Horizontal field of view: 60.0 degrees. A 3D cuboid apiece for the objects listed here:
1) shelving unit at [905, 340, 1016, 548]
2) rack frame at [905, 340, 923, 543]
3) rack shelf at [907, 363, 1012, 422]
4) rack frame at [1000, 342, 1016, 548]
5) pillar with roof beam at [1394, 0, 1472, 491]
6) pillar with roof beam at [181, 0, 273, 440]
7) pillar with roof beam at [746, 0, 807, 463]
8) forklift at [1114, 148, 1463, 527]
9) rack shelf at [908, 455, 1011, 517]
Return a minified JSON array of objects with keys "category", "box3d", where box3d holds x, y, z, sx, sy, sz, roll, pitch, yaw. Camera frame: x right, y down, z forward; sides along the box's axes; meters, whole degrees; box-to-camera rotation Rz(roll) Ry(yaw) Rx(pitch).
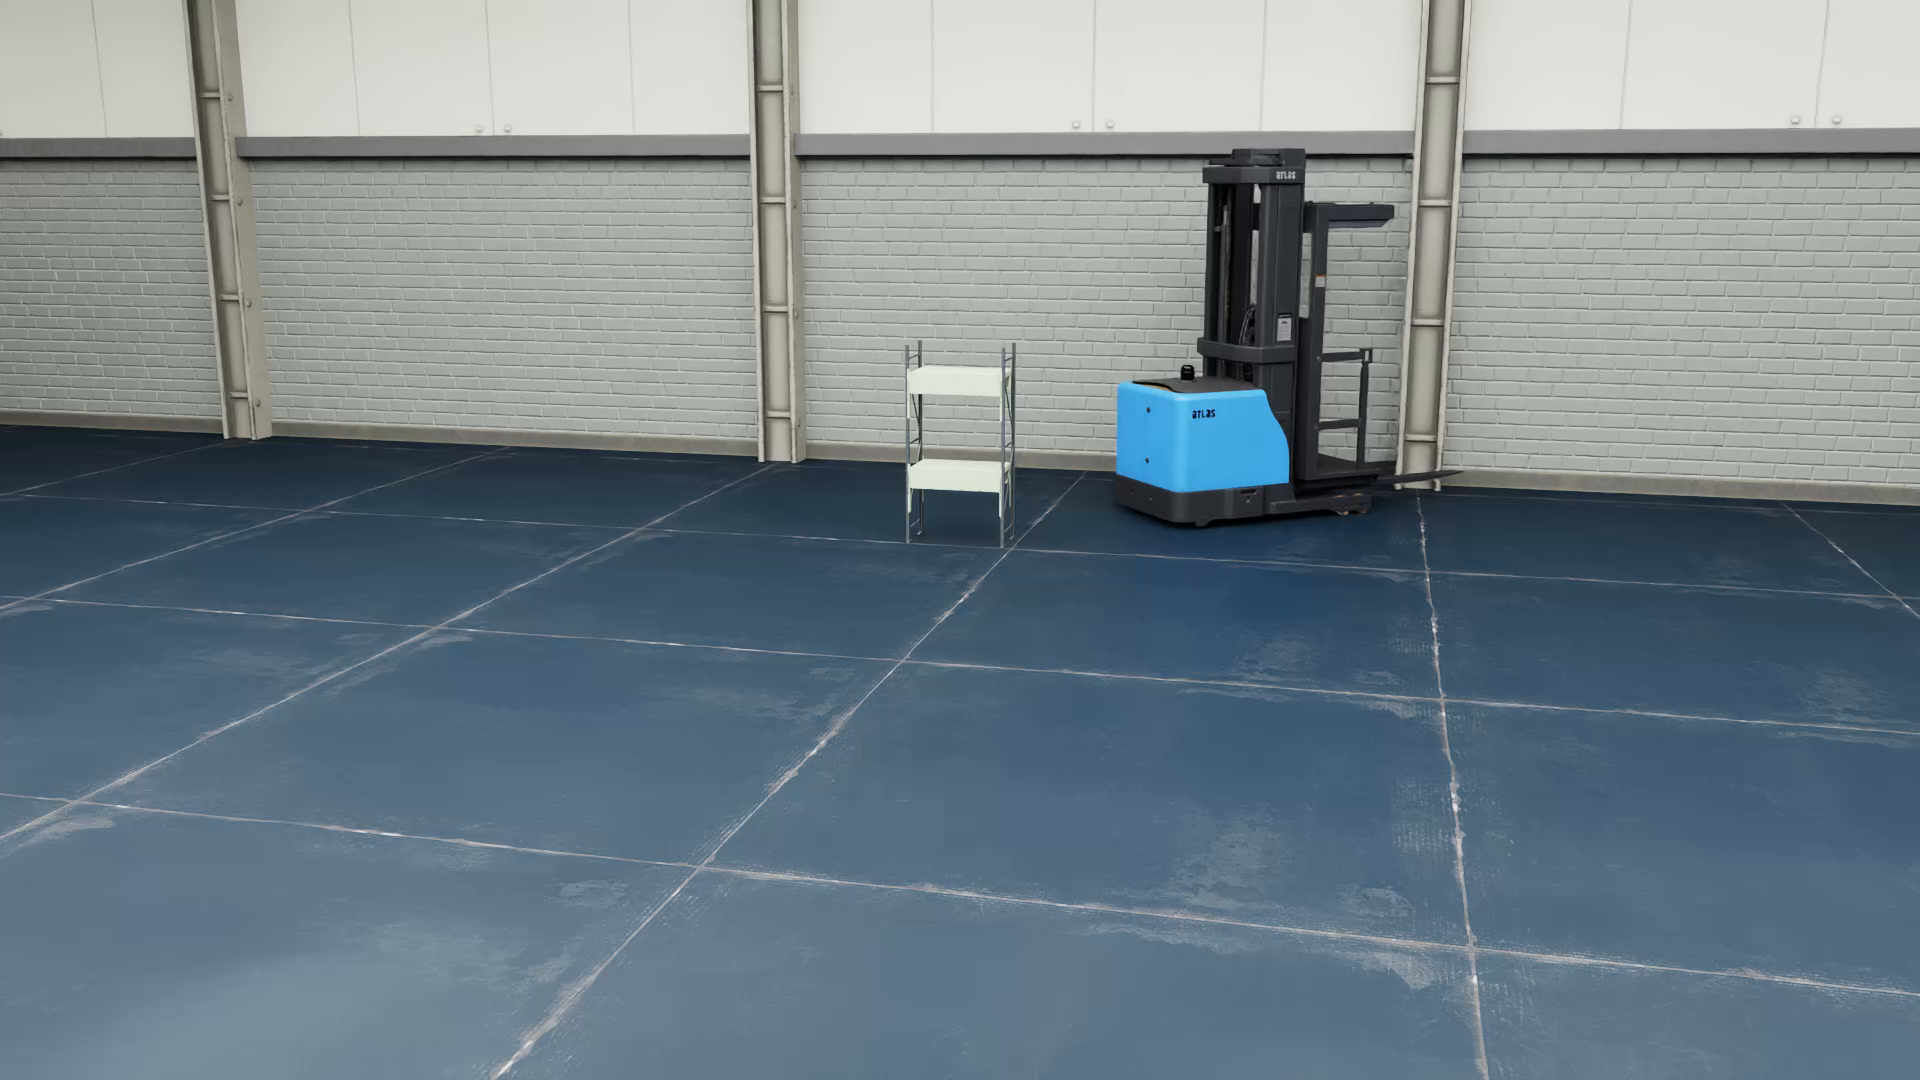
[{"category":"shelving unit","box3d":[0.006,-0.732,12.570,0.755,1.500,0.431,3,13,14]},{"category":"rack frame","box3d":[-0.349,-0.751,12.655,0.023,1.500,0.400,3,13,14]},{"category":"rack shelf","box3d":[0.006,-1.113,12.485,0.720,0.370,0.431,3,13,14]},{"category":"rack frame","box3d":[0.362,-0.713,12.484,0.023,1.500,0.400,3,13,14]},{"category":"pillar with roof beam","box3d":[3.059,-3.963,9.821,0.400,9.000,9.100,3,13,14]},{"category":"pillar with roof beam","box3d":[-8.591,-4.586,12.628,0.400,9.000,9.100,3,13,14]},{"category":"pillar with roof beam","box3d":[-2.766,-4.275,11.225,0.400,9.000,9.100,3,13,14]},{"category":"forklift","box3d":[2.839,-1.729,13.762,3.031,2.935,1.130,-6,14,-24]},{"category":"rack shelf","box3d":[0.006,-0.414,12.640,0.720,0.370,0.431,3,13,14]}]
